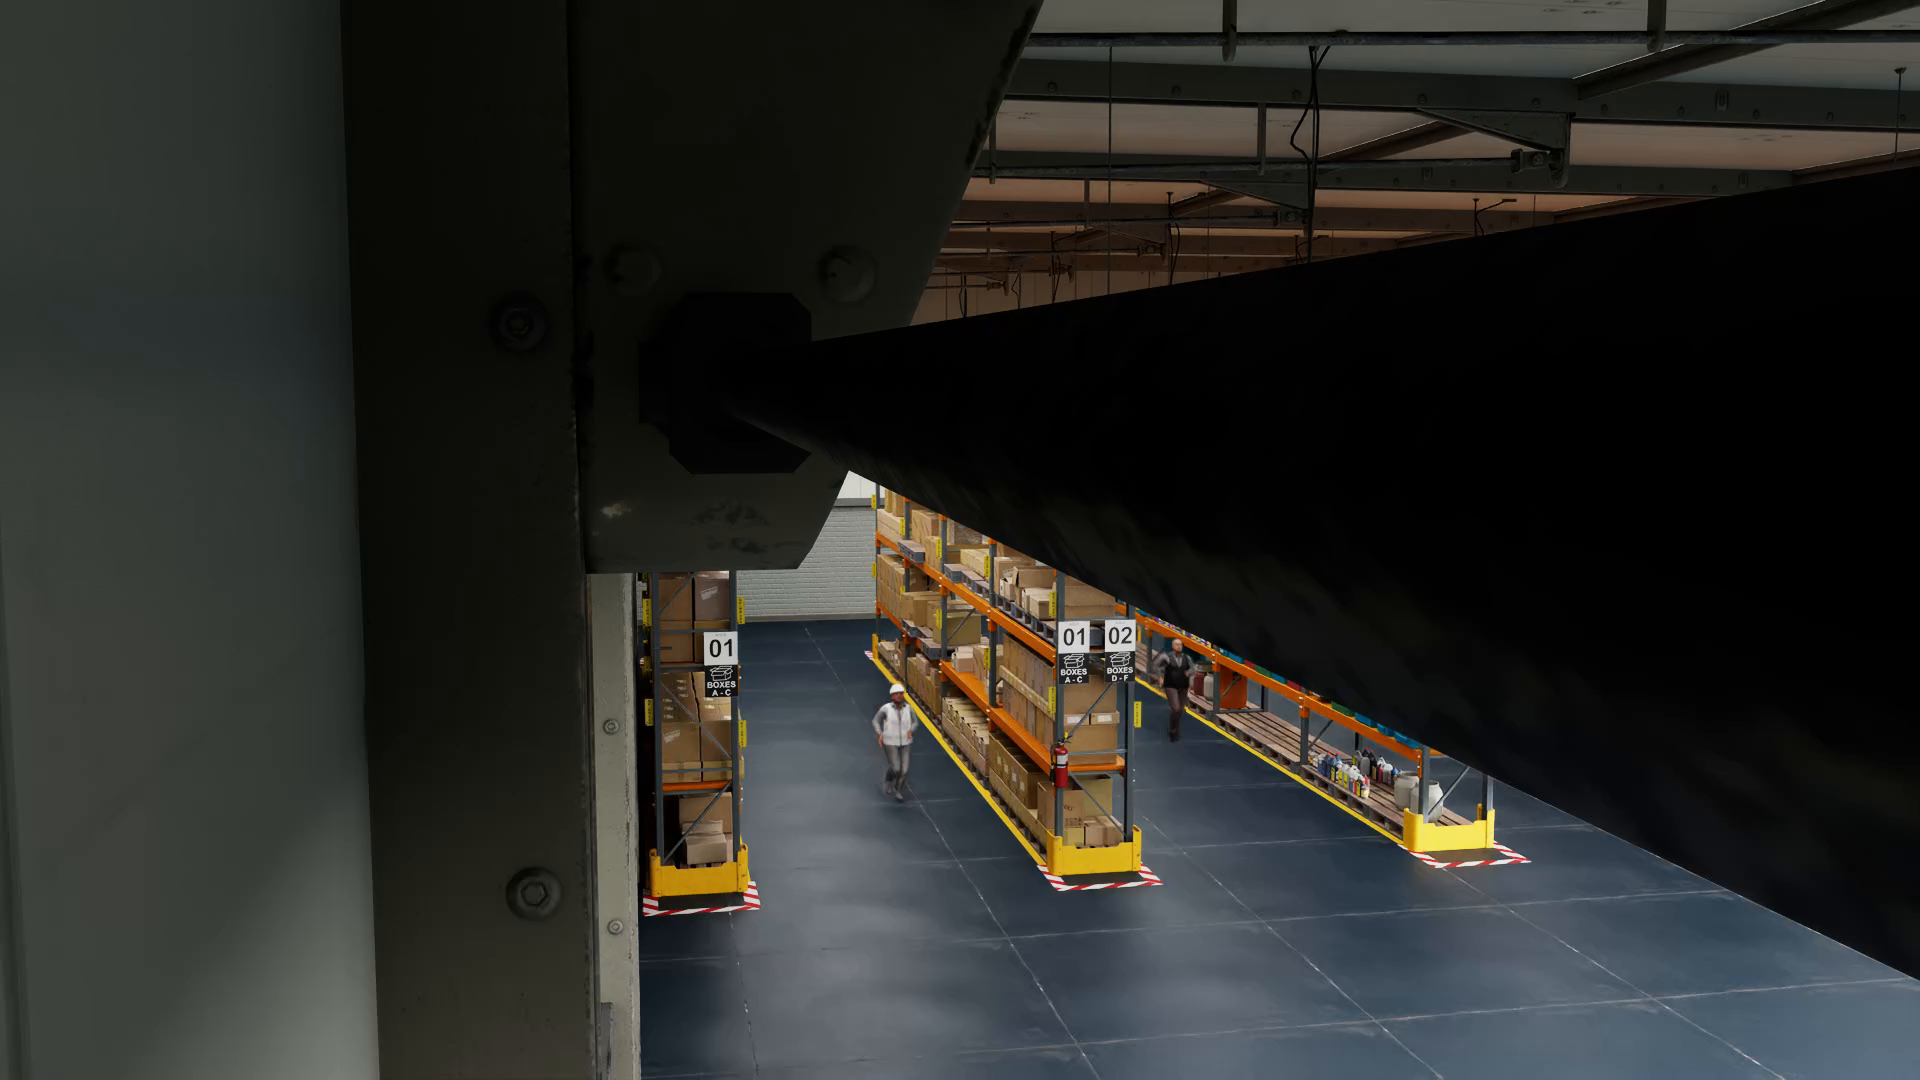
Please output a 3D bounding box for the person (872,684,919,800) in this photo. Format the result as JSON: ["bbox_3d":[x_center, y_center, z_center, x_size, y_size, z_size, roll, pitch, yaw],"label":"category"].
[{"bbox_3d":[-0.903,2.975,24.325,0.657,1.729,0.575,-2,6,-18],"label":"person"}]

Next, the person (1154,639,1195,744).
[{"bbox_3d":[3.692,2.570,28.370,0.624,1.780,0.752,-2,6,-17],"label":"person"}]
